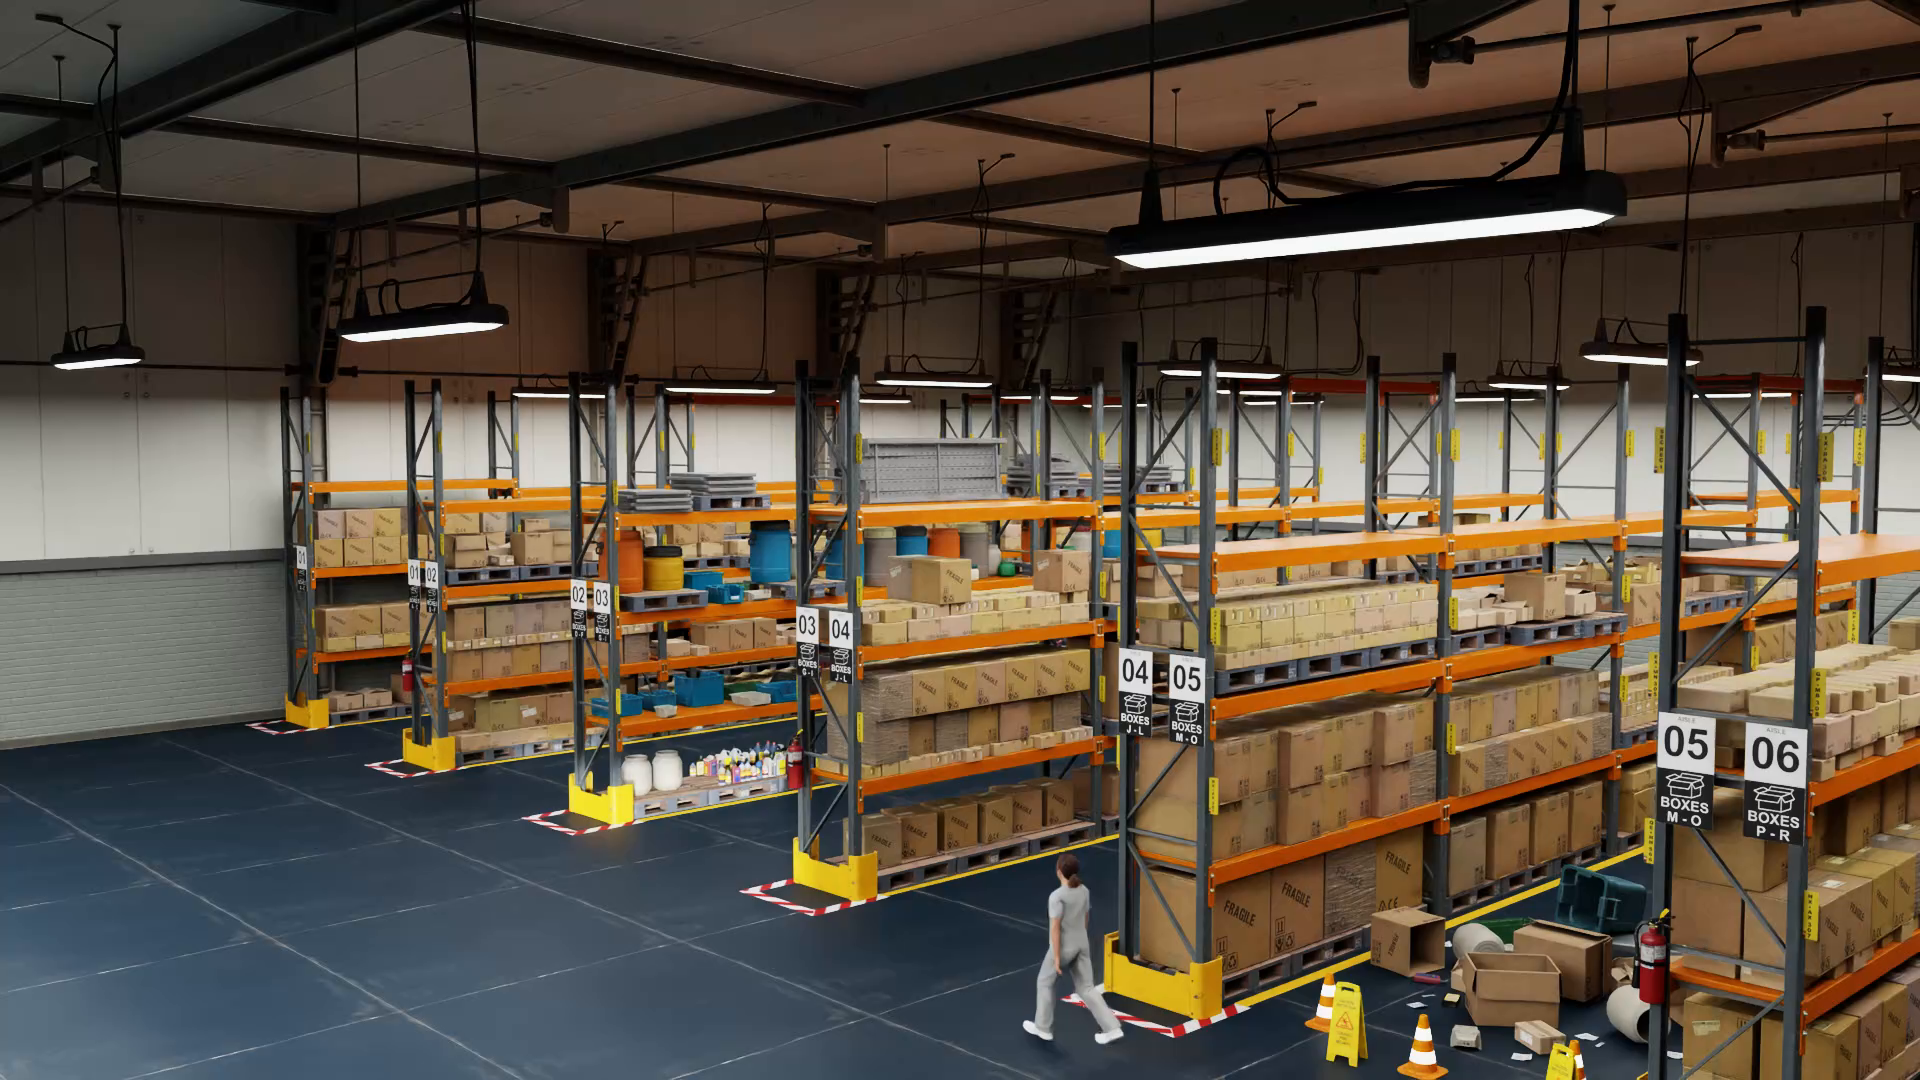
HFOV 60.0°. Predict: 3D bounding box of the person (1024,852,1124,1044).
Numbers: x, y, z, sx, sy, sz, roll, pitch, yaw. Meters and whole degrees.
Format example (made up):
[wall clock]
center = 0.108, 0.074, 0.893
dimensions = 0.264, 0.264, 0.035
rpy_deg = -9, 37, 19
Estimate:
[person]
center = 0.968, 3.417, 13.944
dimensions = 0.445, 1.563, 0.900
rpy_deg = -3, 5, -43
